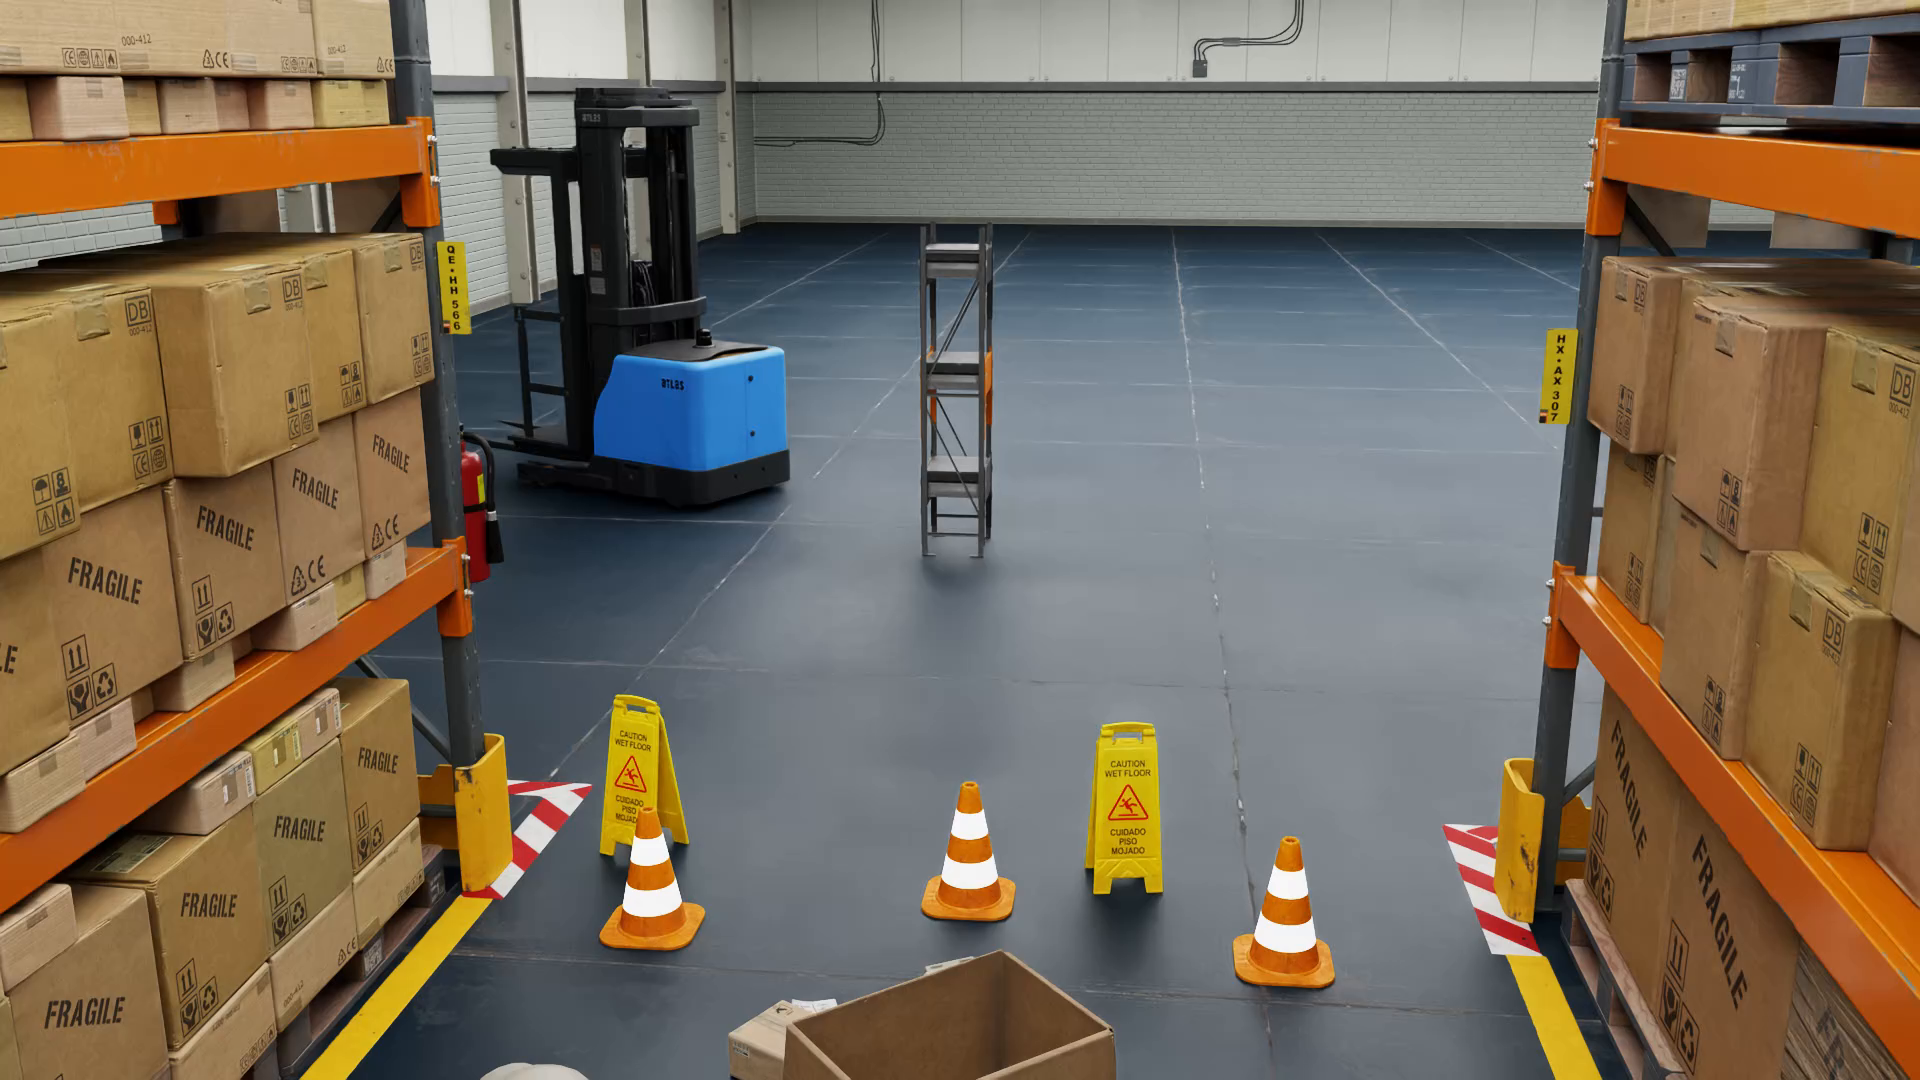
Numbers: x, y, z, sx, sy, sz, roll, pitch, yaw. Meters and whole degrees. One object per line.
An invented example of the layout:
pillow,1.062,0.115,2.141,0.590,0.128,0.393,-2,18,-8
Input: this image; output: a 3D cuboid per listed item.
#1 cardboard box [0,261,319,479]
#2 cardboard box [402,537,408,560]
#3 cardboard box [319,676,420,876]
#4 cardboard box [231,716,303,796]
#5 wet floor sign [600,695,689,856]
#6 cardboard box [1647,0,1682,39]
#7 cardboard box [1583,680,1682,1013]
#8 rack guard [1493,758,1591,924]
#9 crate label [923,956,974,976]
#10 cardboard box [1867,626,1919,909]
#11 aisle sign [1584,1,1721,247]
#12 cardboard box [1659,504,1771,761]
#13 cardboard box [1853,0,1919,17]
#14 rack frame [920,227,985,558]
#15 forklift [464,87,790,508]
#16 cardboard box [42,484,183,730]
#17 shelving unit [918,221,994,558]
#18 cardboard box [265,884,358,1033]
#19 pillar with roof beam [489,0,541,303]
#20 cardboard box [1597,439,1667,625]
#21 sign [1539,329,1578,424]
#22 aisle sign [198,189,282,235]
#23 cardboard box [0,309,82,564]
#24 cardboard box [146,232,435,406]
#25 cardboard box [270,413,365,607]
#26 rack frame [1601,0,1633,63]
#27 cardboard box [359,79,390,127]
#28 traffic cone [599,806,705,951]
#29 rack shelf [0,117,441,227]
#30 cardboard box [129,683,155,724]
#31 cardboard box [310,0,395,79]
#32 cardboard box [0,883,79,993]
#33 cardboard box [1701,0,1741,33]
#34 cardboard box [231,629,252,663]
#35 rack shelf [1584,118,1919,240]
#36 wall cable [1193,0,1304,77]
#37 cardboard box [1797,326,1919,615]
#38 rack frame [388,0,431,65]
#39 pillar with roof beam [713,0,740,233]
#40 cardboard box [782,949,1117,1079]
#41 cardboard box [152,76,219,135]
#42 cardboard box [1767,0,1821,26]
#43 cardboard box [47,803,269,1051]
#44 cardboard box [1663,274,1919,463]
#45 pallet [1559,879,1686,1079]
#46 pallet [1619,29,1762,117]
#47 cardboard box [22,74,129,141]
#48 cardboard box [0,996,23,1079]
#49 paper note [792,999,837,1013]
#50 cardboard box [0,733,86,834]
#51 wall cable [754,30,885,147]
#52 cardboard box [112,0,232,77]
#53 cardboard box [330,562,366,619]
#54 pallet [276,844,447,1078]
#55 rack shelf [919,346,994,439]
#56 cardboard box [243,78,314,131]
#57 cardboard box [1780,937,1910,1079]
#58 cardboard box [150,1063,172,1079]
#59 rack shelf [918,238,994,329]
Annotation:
cardboard box,-2.202,-0.471,4.482,0.700,0.500,0.500,2,15,6
cardboard box,-2.171,0.022,5.814,0.380,0.149,0.250,2,15,8
cardboard box,-2.172,0.776,5.573,0.500,0.500,0.500,2,15,7
cardboard box,-2.178,0.625,4.888,0.380,0.149,0.250,2,15,7
wet floor sign,-1.256,0.917,6.536,0.267,0.644,0.232,7,17,25
cardboard box,2.204,-1.515,4.756,0.380,0.149,0.250,2,15,7
cardboard box,2.578,0.918,5.286,0.875,0.875,0.875,2,15,7
rack guard,2.592,1.118,6.071,1.175,0.500,0.348,2,15,6
crate label,0.007,1.479,5.429,0.250,0.136,0.298,-6,16,-23
cardboard box,2.385,0.506,3.255,0.875,0.550,0.550,2,15,6
aisle sign,2.299,-1.365,5.483,0.394,0.787,0.004,2,15,6
cardboard box,2.364,0.227,4.287,0.875,0.550,0.550,2,15,6
cardboard box,2.032,-1.123,3.306,0.380,0.149,0.250,2,15,6
rack frame,-0.046,-0.907,10.495,0.400,2.100,0.015,2,15,6
forklift,-2.789,-1.921,12.652,3.031,2.935,1.130,10,18,33
cardboard box,-2.325,0.145,4.118,0.500,0.500,0.500,2,15,7
shelving unit,-0.019,-0.971,10.729,0.431,2.100,0.503,2,15,6
cardboard box,-2.231,1.274,5.167,0.500,0.250,0.500,2,15,6
pillar with roof beam,-1.939,-7.631,22.144,9.100,9.000,0.400,2,15,6
cardboard box,2.592,-0.057,5.341,0.875,0.550,0.550,2,15,6
sign,2.038,-0.557,5.664,0.100,0.325,0.005,2,15,6
aisle sign,-2.642,-1.482,5.917,0.394,0.787,0.004,2,15,6
cardboard box,-2.364,-0.208,3.509,0.700,0.500,0.500,1,15,5
cardboard box,-2.182,-0.738,5.467,0.700,0.500,0.500,1,15,5
cardboard box,-2.189,-0.115,5.081,0.500,0.500,0.500,2,15,6
rack frame,2.589,-2.979,4.938,1.000,3.000,0.127,2,15,6
cardboard box,-2.103,-1.428,5.432,0.380,0.149,0.250,2,15,7
traffic cone,-1.108,1.172,5.942,0.336,0.463,0.334,2,15,6
rack shelf,-2.567,-0.784,3.947,1.077,0.370,4.000,2,15,6
cardboard box,-2.362,0.418,4.350,0.380,0.149,0.250,2,15,6
cardboard box,-2.131,-1.581,5.232,0.500,0.250,0.500,2,15,6
cardboard box,-2.300,0.906,3.850,0.380,0.149,0.250,3,15,9
cardboard box,2.147,-1.384,4.273,0.380,0.149,0.250,2,15,7
cardboard box,-2.307,0.287,4.835,0.380,0.149,0.250,2,15,7
rack shelf,2.363,-0.665,3.505,1.077,0.370,4.000,2,15,6
wall cable,6.215,-12.953,35.311,2.305,6.003,0.169,2,15,6
cardboard box,2.409,-0.153,3.627,0.875,0.550,0.500,2,15,6
rack frame,-2.341,-3.098,5.380,1.000,3.000,0.127,2,15,6
pillar with roof beam,-0.585,-10.743,33.654,9.100,9.000,0.400,2,15,6
cardboard box,-0.024,1.533,4.529,0.797,0.503,0.637,-10,18,-32
cardboard box,-2.238,-1.165,4.459,0.380,0.149,0.250,2,15,6
cardboard box,2.089,-1.254,3.790,0.380,0.149,0.250,2,15,6
cardboard box,-2.292,1.042,4.589,0.500,0.500,0.500,1,15,5
cardboard box,2.538,-0.436,4.671,0.875,0.550,0.550,2,15,6
pallet,2.576,1.473,5.310,1.003,0.211,1.213,2,15,6
pallet,2.516,-1.295,4.629,1.003,0.211,1.213,2,15,6
cardboard box,-2.232,-1.029,3.954,0.380,0.149,0.250,2,15,6
cardboard box,-2.409,1.314,3.584,0.500,0.500,0.500,2,15,9
paper note,-0.470,1.535,5.427,0.148,0.019,0.142,-4,16,-13
cardboard box,-2.284,0.553,3.853,0.380,0.149,0.250,2,15,7
wall cable,-3.216,-10.096,37.210,3.097,2.526,0.112,2,15,6
cardboard box,-2.243,-1.316,4.252,0.500,0.250,0.500,2,15,8
cardboard box,-2.139,0.157,5.316,0.380,0.149,0.250,1,15,5
pallet,-2.476,1.373,5.679,1.003,0.211,1.213,2,15,6
rack shelf,-0.019,-0.957,10.733,0.431,0.518,0.480,2,15,6
cardboard box,-2.163,-1.295,4.939,0.380,0.149,0.250,2,15,8
cardboard box,2.376,1.383,3.568,0.875,0.875,0.875,2,15,7
cardboard box,-2.351,1.538,4.190,0.500,0.250,0.500,1,15,6
rack shelf,-0.019,-1.633,10.550,0.431,0.518,0.480,2,15,6
